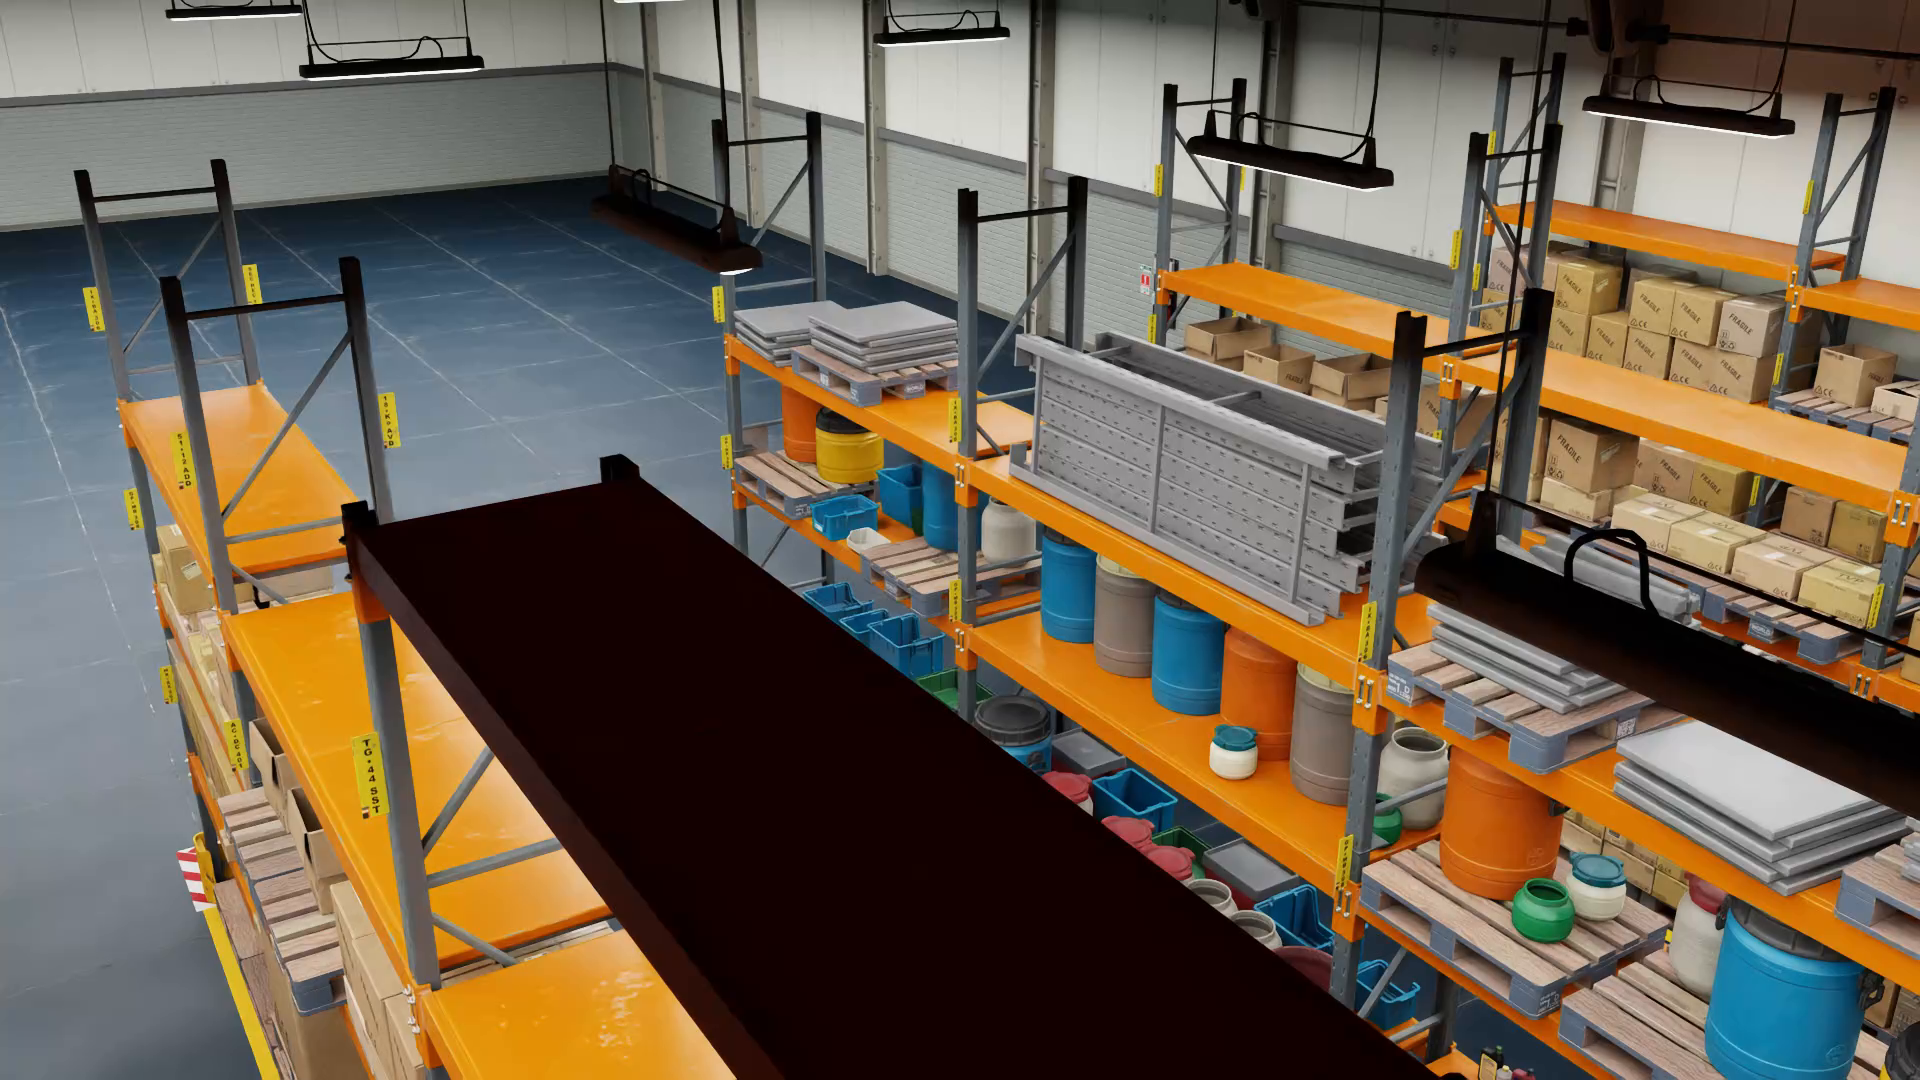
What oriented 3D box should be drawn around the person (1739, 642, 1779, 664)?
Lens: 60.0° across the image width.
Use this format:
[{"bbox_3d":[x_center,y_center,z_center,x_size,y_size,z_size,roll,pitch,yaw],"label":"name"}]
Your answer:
[{"bbox_3d":[7.422,1.372,15.707,0.565,1.652,0.979,-9,23,-21],"label":"person"}]
